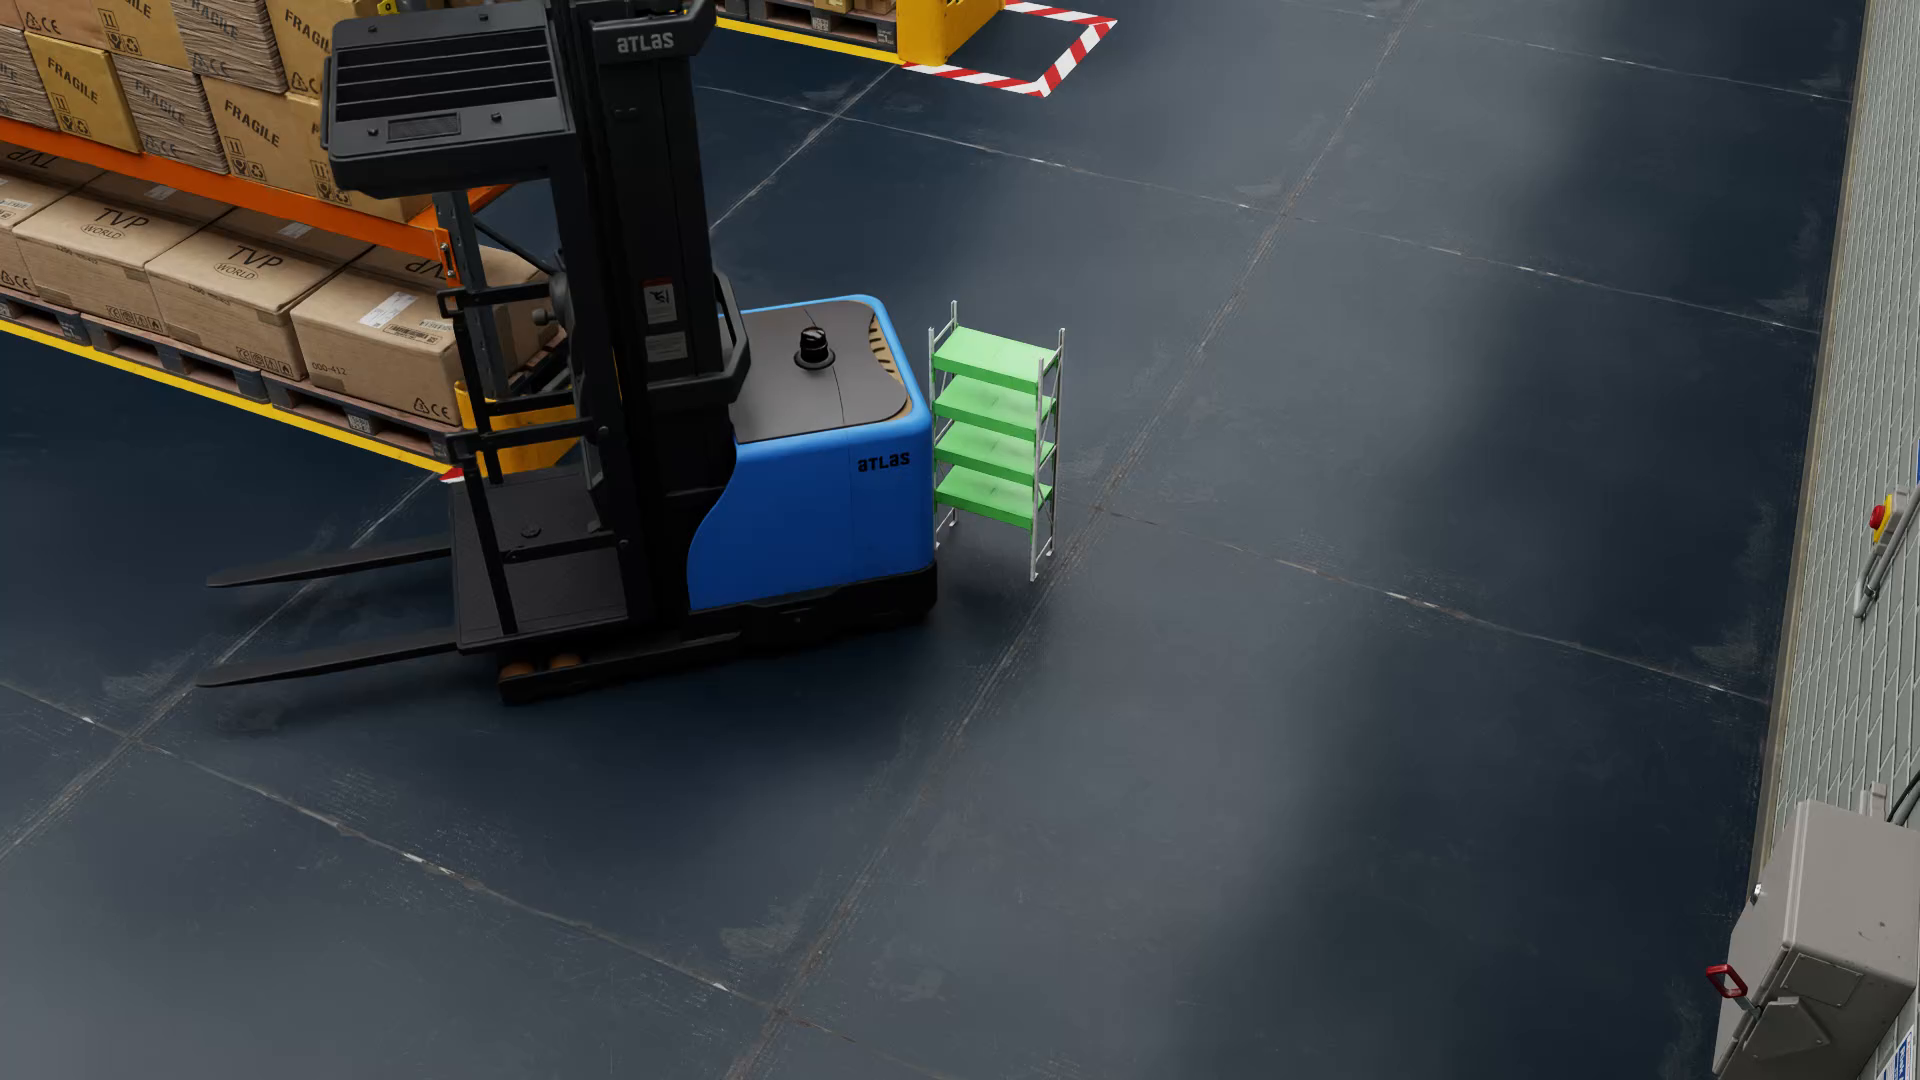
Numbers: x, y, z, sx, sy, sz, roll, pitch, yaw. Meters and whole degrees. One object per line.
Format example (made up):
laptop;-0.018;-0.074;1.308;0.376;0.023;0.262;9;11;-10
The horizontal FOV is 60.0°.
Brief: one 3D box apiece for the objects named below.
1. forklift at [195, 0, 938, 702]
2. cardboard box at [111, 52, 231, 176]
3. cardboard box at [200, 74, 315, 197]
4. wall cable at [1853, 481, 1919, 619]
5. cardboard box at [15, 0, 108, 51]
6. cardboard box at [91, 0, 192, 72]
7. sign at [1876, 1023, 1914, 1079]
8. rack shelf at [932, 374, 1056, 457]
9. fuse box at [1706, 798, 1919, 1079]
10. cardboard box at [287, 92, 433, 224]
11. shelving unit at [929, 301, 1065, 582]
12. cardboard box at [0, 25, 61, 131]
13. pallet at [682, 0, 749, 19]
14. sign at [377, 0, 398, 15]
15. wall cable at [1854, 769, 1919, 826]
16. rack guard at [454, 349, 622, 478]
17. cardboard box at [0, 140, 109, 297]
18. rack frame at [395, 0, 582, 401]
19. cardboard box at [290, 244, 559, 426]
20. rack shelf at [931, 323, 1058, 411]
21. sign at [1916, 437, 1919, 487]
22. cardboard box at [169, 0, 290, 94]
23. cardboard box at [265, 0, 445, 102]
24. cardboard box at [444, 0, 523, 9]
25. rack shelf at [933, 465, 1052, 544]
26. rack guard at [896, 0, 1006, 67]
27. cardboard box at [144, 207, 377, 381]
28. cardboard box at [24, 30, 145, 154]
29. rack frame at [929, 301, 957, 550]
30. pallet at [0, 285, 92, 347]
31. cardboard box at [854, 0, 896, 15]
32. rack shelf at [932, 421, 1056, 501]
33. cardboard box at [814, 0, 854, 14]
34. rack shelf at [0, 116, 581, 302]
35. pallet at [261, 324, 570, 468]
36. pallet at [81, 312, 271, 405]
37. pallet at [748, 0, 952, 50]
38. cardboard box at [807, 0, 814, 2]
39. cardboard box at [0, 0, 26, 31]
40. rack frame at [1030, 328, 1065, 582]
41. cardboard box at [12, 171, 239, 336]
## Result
forklift;-1.673;-0.827;6.351;3.031;2.935;1.130;-10;42;-11
cardboard box;-3.450;-2.059;7.643;0.500;0.500;0.500;18;44;20
cardboard box;-2.980;-1.923;7.486;0.500;0.500;0.500;16;43;18
wall cable;3.138;-0.609;5.246;0.123;1.953;0.585;17;44;19
cardboard box;-3.907;-2.575;7.475;0.500;0.500;0.500;17;44;18
cardboard box;-3.453;-2.434;7.313;0.500;0.500;0.500;17;44;18
sign;2.096;1.380;3.824;0.001;0.494;0.329;17;44;19
rack shelf;0.150;-0.541;7.073;0.480;0.148;0.258;17;44;19
fuse box;2.117;1.480;4.619;0.414;1.711;0.539;17;44;19
cardboard box;-2.531;-1.775;7.315;0.500;0.500;0.500;17;44;19
shelving unit;0.150;-0.408;7.188;0.503;1.200;0.258;17;44;19
cardboard box;-4.390;-2.337;7.964;0.500;0.500;0.500;17;44;19
pallet;-1.873;-4.279;12.409;1.213;0.211;1.003;17;44;19
sign;-2.224;-1.969;6.551;0.005;0.325;0.100;17;44;19
wall cable;2.549;0.248;4.282;0.122;1.984;0.588;17;44;19
rack guard;-1.960;-0.809;8.186;0.348;0.500;1.175;17;44;19
cardboard box;-5.083;-1.821;9.080;0.875;0.438;0.875;16;44;18
rack frame;-1.982;-1.760;7.375;0.127;3.000;1.000;17;44;19
cardboard box;-2.623;-1.074;8.219;0.875;0.438;0.875;16;43;17
rack shelf;0.150;-0.722;6.916;0.480;0.148;0.258;17;44;19
sign;3.213;-0.327;5.514;0.001;0.218;0.327;17;44;19
cardboard box;-3.006;-2.296;7.152;0.500;0.500;0.500;17;44;19
cardboard box;-2.520;-2.168;7.006;0.500;0.500;0.500;18;44;20
cardboard box;-2.297;-2.478;7.363;0.500;0.500;0.500;16;43;18
rack shelf;0.150;-0.178;7.387;0.480;0.148;0.258;17;44;19
rack guard;-0.050;-3.803;11.640;0.348;0.500;1.175;17;44;19
cardboard box;-3.455;-1.323;8.505;0.875;0.438;0.875;18;44;20
cardboard box;-3.923;-2.195;7.799;0.500;0.500;0.500;18;44;20
rack frame;-0.071;-0.475;7.266;0.015;1.200;0.240;17;44;19
pallet;-4.951;-1.557;9.270;1.213;0.211;1.003;17;44;19
cardboard box;-0.546;-3.830;11.618;0.250;0.149;0.380;18;44;19
rack shelf;0.150;-0.359;7.230;0.480;0.148;0.258;17;44;19
cardboard box;-0.822;-3.841;11.631;0.250;0.149;0.380;18;44;20
rack shelf;-3.795;-2.042;8.249;4.000;0.370;1.077;17;44;19
pallet;-2.740;-0.882;8.490;1.213;0.211;1.003;17;44;19
pallet;-3.841;-1.220;8.881;1.213;0.211;1.003;17;44;19
pallet;-0.771;-3.940;12.018;1.213;0.211;1.003;17;44;19
cardboard box;-1.025;-3.965;11.775;0.250;0.149;0.380;17;44;18
cardboard box;-4.363;-2.716;7.637;0.500;0.500;0.500;18;44;19
rack frame;0.371;-0.340;7.110;0.015;1.200;0.240;17;44;19
cardboard box;-4.272;-1.574;8.795;0.875;0.438;0.875;16;43;17
